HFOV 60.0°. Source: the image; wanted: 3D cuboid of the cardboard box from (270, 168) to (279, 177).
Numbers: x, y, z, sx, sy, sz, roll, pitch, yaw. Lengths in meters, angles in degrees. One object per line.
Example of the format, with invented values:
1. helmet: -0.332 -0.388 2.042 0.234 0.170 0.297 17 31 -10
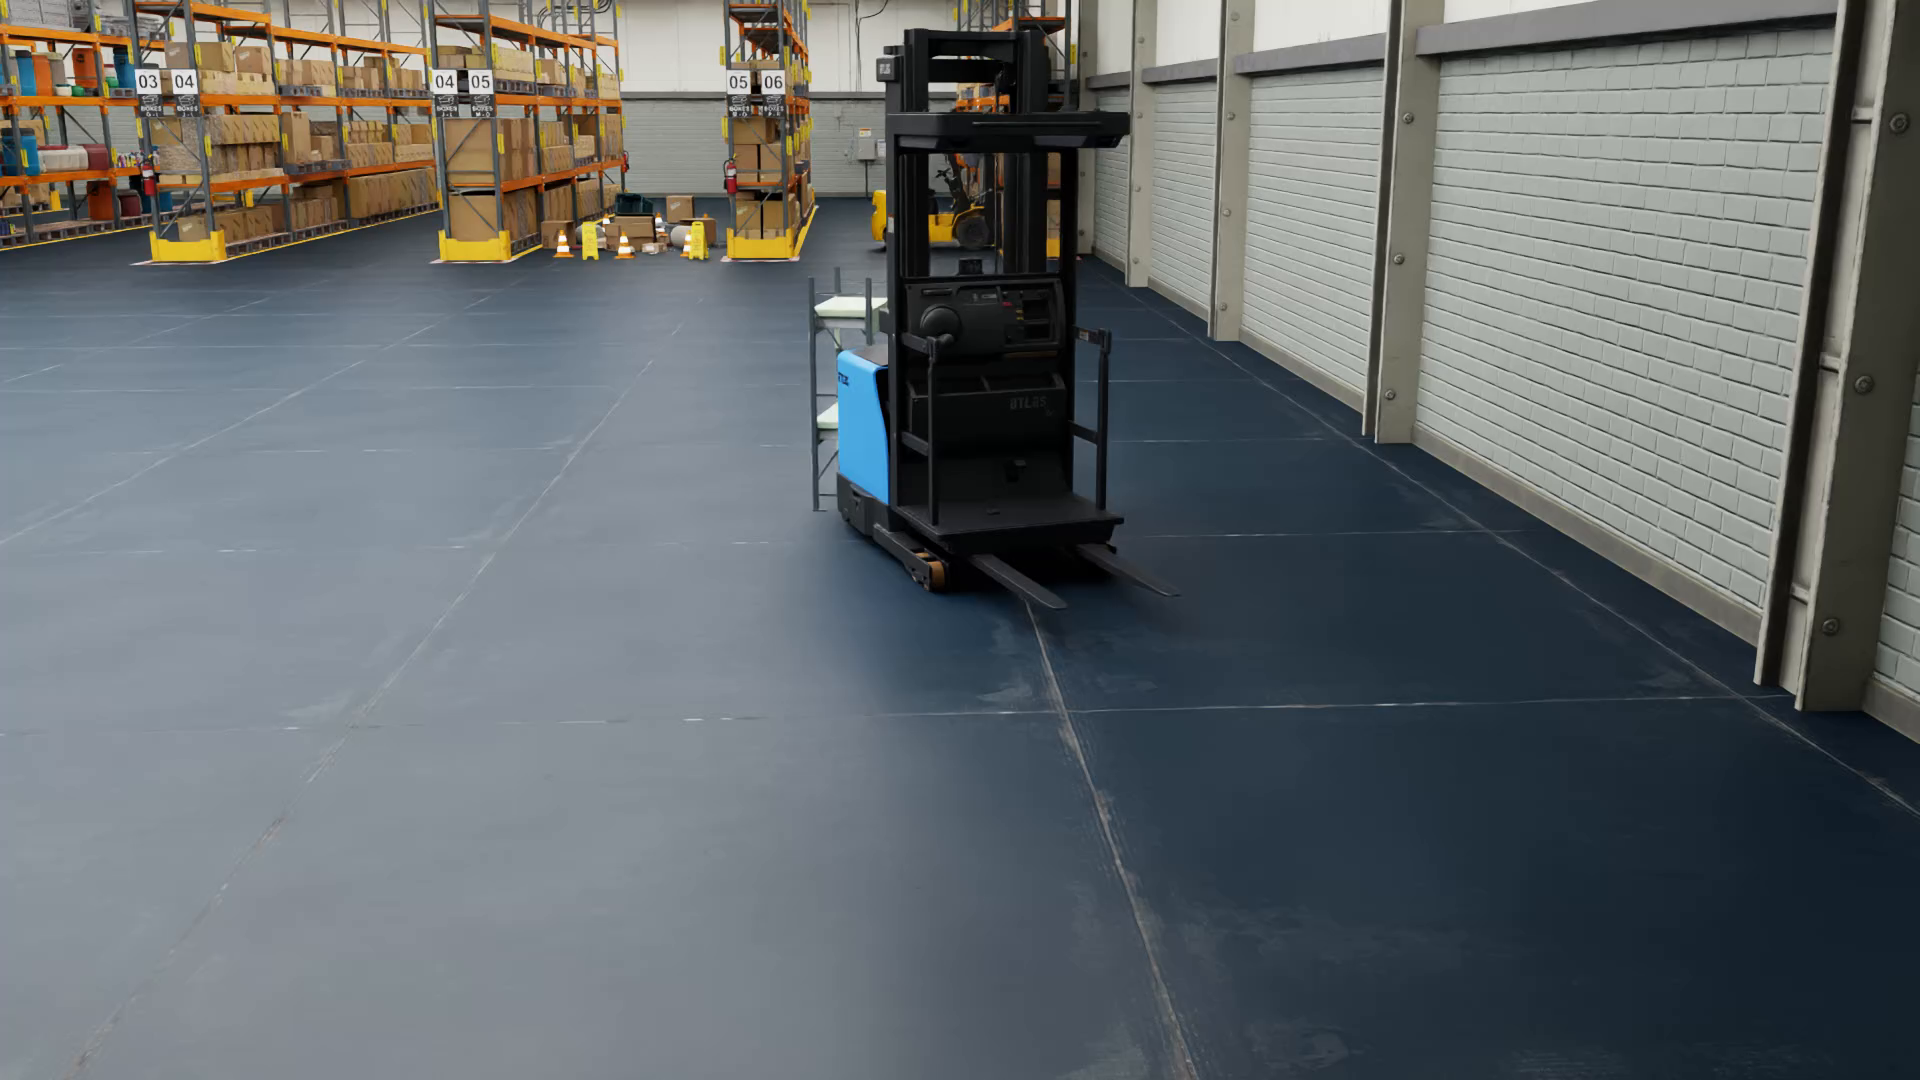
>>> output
1. cardboard box: -13.363 -7.079 32.024 0.380 0.149 0.250 -1 14 -3

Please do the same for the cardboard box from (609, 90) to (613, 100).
1. cardboard box: -9.062 -11.237 41.960 0.500 0.250 0.500 0 14 -1

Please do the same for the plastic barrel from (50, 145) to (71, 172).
1. plastic barrel: -18.532 -7.833 34.176 0.433 0.535 0.433 0 14 0

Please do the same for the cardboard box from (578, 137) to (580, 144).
1. cardboard box: -8.867 -9.107 37.869 0.380 0.149 0.250 0 14 -1

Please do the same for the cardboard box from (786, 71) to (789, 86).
1. cardboard box: -3.324 -8.249 29.751 0.500 0.250 0.500 -1 14 -4

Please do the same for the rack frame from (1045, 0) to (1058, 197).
1. rack frame: -2.395 -11.066 34.976 9.100 9.000 0.400 -1 14 -3

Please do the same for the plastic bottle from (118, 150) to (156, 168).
1. plastic bottle: -18.729 -8.679 37.838 0.288 0.351 2.576 -1 14 -3

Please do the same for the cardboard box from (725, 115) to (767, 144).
1. cardboard box: -3.787 -7.271 29.460 0.700 0.500 0.500 -1 14 -5

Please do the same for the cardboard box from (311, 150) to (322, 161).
1. cardboard box: -13.551 -8.034 34.660 0.396 0.266 0.258 -1 14 -5

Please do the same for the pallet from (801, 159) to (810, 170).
1. pallet: -3.882 -8.191 36.228 1.213 0.211 1.003 -1 14 -3

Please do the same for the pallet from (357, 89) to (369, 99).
1. pallet: -14.089 -10.105 37.641 1.003 0.211 1.213 0 14 -1

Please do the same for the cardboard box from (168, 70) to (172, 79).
1. cardboard box: -13.656 -8.021 28.662 0.380 0.149 0.250 -1 14 -5

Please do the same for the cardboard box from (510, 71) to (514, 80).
1. cardboard box: -8.251 -8.355 29.922 0.380 0.149 0.250 -1 14 -4

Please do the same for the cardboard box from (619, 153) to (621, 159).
1. cardboard box: -9.160 -10.149 43.957 0.380 0.149 0.250 -1 14 -3

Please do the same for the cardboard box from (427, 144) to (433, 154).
1. cardboard box: -14.125 -10.251 43.553 0.500 0.250 0.500 -1 14 -4

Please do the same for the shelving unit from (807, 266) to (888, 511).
1. shelving unit: -0.696 -1.001 10.908 0.431 1.500 0.755 2 15 8

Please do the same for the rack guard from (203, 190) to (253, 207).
1. rack guard: -19.377 -9.015 44.061 1.175 0.500 0.348 -1 14 -3

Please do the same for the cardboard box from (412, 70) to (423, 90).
1. cardboard box: -14.334 -11.921 43.074 0.700 0.500 0.500 -2 15 -7

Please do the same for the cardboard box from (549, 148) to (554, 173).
1. cardboard box: -8.515 -7.672 33.625 0.500 0.500 0.500 -1 14 -3

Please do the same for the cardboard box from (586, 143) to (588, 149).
1. cardboard box: -8.927 -9.223 38.917 0.380 0.149 0.250 -2 15 -6

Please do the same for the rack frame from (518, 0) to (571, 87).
1. rack frame: -8.967 -11.264 35.744 1.000 3.000 0.127 -1 14 -3

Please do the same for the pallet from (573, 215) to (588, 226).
1. pallet: -9.014 -7.202 37.594 1.003 0.211 1.213 -1 14 -3

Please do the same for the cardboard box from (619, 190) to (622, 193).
1. cardboard box: -9.145 -9.188 43.997 0.380 0.149 0.250 -1 14 -5

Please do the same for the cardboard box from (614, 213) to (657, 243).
1. cardboard box: -6.239 -5.957 31.897 0.797 0.637 0.503 -1 14 -3

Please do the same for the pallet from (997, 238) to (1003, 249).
1. pallet: 1.255 -5.690 31.715 1.003 0.211 1.213 -1 14 -3

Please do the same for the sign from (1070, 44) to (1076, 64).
1. sign: 1.971 -8.469 28.990 0.100 0.325 0.005 -1 14 -3

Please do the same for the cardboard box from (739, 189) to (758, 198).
1. cardboard box: -3.964 -6.433 30.877 0.380 0.149 0.250 0 14 -1

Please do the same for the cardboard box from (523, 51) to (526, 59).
1. cardboard box: -8.333 -9.059 31.055 0.388 0.149 0.262 -1 14 -4

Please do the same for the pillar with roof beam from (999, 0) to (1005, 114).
1. pillar with roof beam: -3.139 -14.050 46.575 9.100 9.000 0.400 -1 14 -3

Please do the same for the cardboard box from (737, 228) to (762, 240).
1. cardboard box: -3.857 -5.545 30.232 0.500 0.250 0.500 -1 14 -4

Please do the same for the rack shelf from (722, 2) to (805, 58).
1. rack shelf: -3.909 -10.422 34.320 1.077 0.569 12.000 -1 14 -3

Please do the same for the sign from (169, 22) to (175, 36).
1. sign: -18.566 -12.037 39.170 0.100 0.325 0.005 -1 14 -3

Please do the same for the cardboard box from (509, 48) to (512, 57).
1. cardboard box: -8.252 -8.742 29.823 0.380 0.149 0.250 -1 14 -4

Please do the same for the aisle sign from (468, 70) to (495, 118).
1. aisle sign: -8.168 -7.615 28.384 0.394 0.787 0.004 -1 14 -3

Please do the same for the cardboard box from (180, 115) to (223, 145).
1. cardboard box: -13.190 -7.135 28.933 0.500 0.500 0.500 -1 14 -3

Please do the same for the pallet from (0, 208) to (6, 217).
1. pallet: -24.101 -7.970 40.579 1.003 0.211 1.213 -1 14 -3

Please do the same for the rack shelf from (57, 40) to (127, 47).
1. rack shelf: -18.991 -11.160 37.302 0.831 0.071 3.687 -1 14 -3

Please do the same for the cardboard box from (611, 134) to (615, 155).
1. cardboard box: -9.090 -10.054 42.286 0.500 0.500 0.500 0 14 -1

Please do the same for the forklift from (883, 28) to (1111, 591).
1. forklift: 0.221 -1.259 9.037 1.121 2.935 3.031 -5 15 -20

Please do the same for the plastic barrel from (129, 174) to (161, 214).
1. plastic barrel: -19.055 -8.101 38.859 0.600 0.901 0.708 -1 14 -3

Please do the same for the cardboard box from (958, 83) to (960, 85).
1. cardboard box: 0.215 -12.052 43.529 0.500 0.250 0.500 -1 14 -4

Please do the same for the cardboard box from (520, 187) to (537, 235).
1. cardboard box: -8.750 -6.380 32.225 0.875 0.875 0.875 -1 14 -3

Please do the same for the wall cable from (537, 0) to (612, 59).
1. wall cable: -11.330 -16.219 48.548 2.277 5.999 0.120 -1 14 -3

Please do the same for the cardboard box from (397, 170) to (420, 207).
1. cardboard box: -14.188 -8.865 41.883 0.875 0.875 0.875 -1 14 -3

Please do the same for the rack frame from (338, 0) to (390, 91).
1. rack frame: -14.172 -12.207 39.410 1.000 3.000 0.127 -1 14 -3

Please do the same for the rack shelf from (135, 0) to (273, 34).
1. rack shelf: -13.552 -9.370 29.834 1.077 0.370 4.000 -1 14 -3
